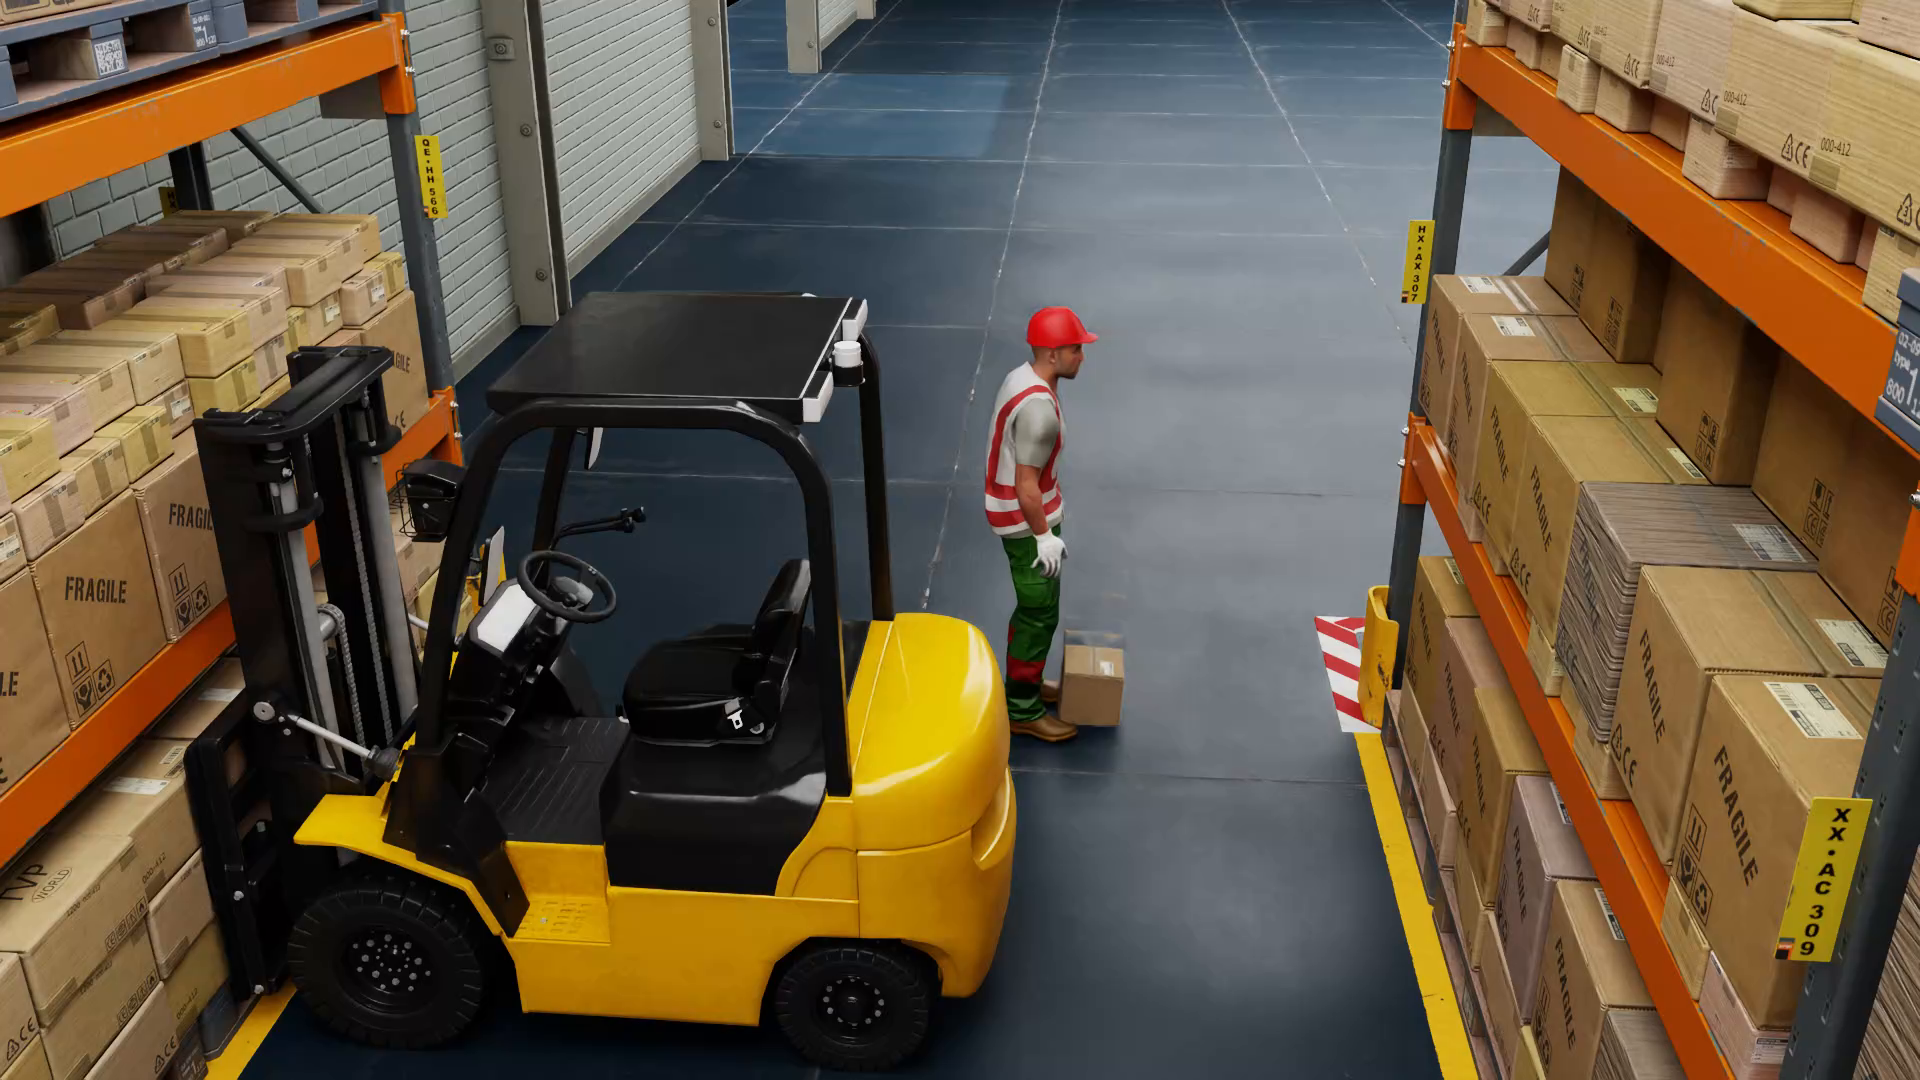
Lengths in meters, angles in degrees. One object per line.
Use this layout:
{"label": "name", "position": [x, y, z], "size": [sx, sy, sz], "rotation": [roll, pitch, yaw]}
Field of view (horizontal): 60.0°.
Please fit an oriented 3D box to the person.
{"label": "person", "position": [0.318, -0.078, 6.756], "size": [0.441, 1.780, 0.579], "rotation": [1, 24, 2]}
